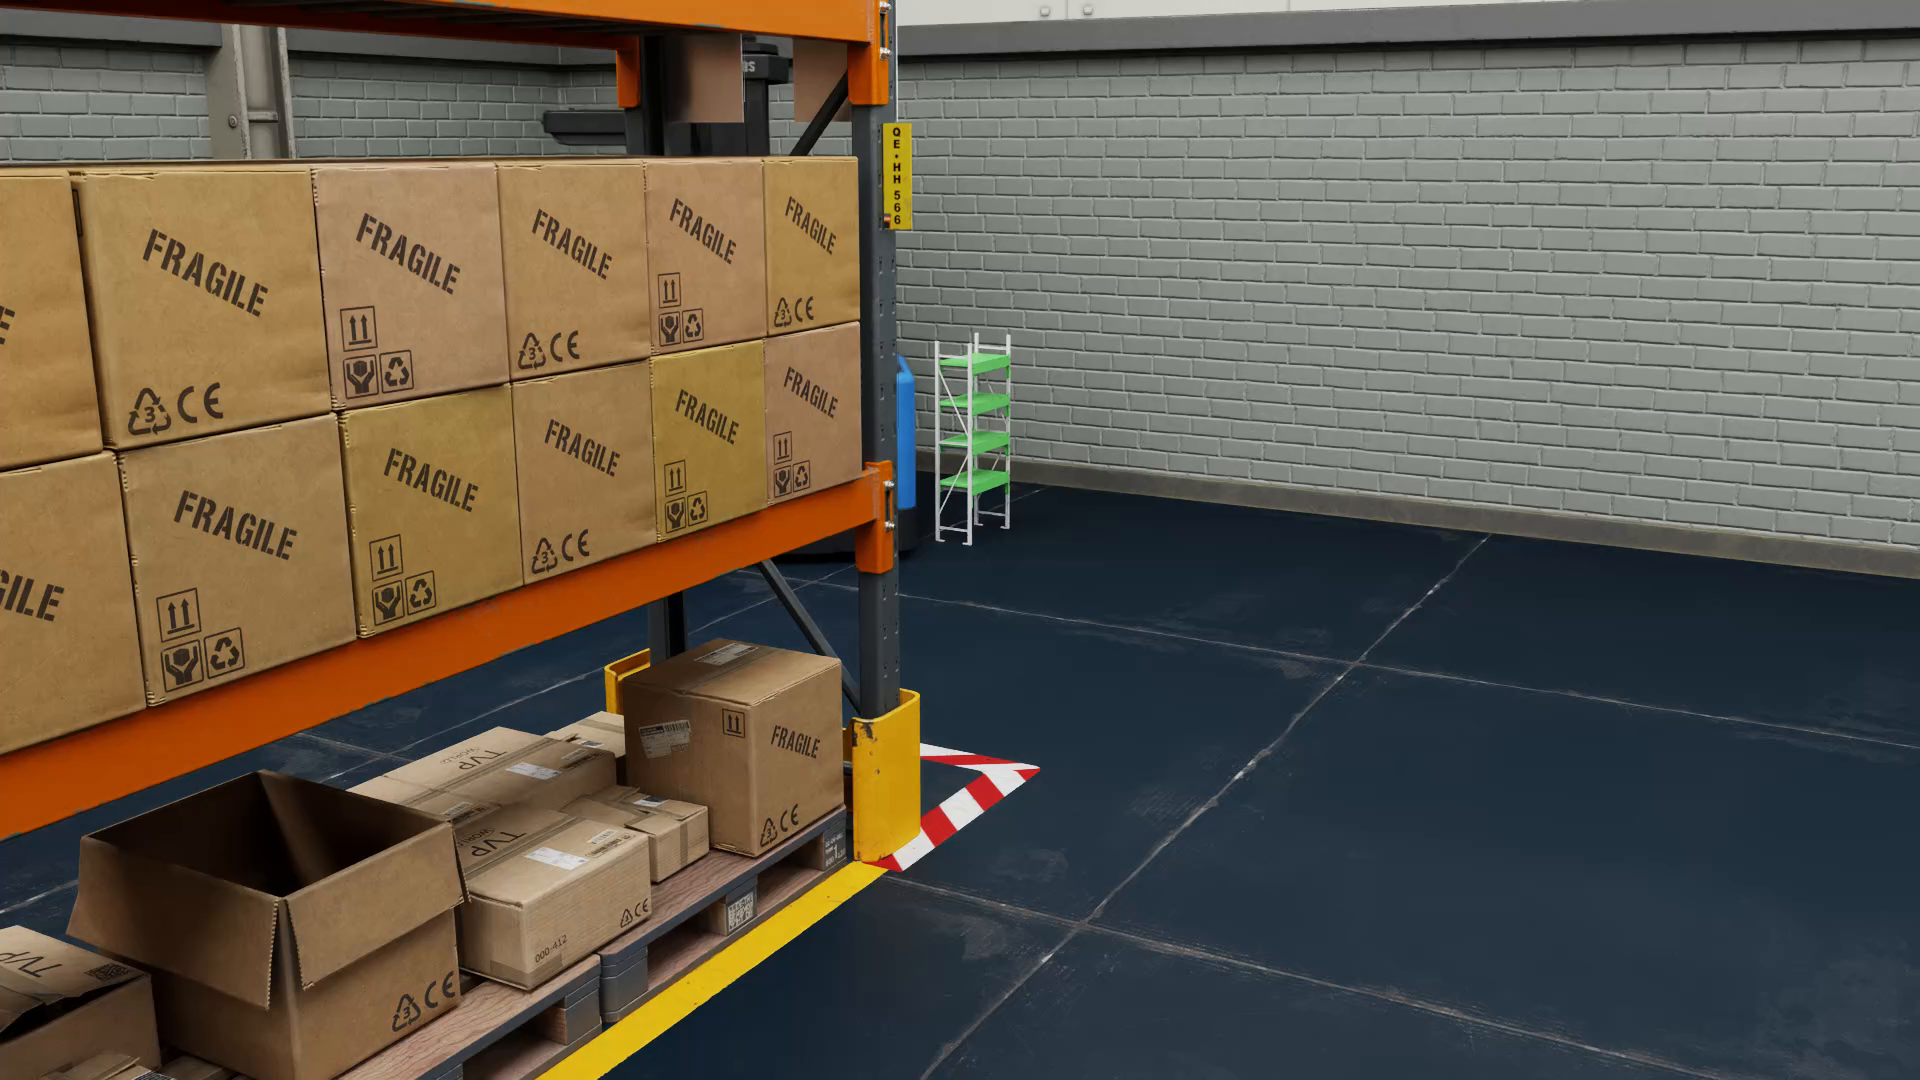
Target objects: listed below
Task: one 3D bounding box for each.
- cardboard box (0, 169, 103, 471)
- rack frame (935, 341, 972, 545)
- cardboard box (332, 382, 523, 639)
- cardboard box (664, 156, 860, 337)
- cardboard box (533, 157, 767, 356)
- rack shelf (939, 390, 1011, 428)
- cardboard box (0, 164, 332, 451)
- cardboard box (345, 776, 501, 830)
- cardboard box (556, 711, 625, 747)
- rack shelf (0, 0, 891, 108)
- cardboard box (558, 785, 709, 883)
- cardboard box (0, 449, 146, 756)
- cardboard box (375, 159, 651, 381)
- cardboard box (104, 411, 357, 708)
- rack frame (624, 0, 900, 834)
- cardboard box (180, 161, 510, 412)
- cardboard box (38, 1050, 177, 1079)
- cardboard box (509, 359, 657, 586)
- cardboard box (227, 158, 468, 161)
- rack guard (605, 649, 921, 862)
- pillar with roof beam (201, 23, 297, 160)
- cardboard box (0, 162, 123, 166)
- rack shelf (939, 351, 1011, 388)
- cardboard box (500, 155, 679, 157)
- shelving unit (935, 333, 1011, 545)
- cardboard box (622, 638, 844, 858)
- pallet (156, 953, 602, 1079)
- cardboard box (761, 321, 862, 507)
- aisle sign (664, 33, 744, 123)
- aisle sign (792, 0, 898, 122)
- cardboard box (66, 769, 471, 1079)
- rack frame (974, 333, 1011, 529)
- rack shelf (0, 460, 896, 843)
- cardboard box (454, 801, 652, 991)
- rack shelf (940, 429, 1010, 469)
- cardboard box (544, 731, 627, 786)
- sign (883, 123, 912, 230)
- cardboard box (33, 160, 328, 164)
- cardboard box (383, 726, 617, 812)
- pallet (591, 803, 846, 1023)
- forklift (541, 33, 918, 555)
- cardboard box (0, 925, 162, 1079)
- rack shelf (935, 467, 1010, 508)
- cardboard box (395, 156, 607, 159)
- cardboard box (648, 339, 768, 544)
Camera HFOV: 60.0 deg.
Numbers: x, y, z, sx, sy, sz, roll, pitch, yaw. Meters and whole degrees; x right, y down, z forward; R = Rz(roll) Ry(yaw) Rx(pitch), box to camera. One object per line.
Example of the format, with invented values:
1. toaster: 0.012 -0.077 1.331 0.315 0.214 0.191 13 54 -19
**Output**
1. cardboard box: -1.883 -0.376 2.848 0.500 0.500 0.500 7 15 26
2. rack frame: -0.038 -0.567 9.826 0.240 1.200 0.015 7 15 28
3. cardboard box: -1.388 -0.106 3.858 0.500 0.500 0.500 7 15 27
4. cardboard box: -0.647 -0.904 5.036 0.500 0.500 0.500 7 15 28
5. cardboard box: -0.890 -0.800 4.606 0.500 0.500 0.500 8 16 30
6. rack shelf: 0.080 -0.788 9.993 0.258 0.148 0.480 7 15 28
7. cardboard box: -1.634 -0.482 3.285 0.500 0.500 0.500 7 15 26
8. cardboard box: -1.667 0.916 4.763 0.500 0.250 0.500 7 15 28
9. cardboard box: -1.176 0.727 5.761 0.380 0.149 0.250 7 15 28
10. rack shelf: -1.639 -1.190 3.704 1.077 0.370 4.000 7 15 28
11. cardboard box: -0.994 0.884 5.073 0.380 0.166 0.250 7 15 28
12. cardboard box: -1.876 0.101 3.000 0.500 0.500 0.500 8 16 29
13. cardboard box: -1.137 -0.693 4.162 0.500 0.500 0.500 8 16 30
14. cardboard box: -1.632 -0.001 3.425 0.500 0.500 0.500 7 15 28
15. rack frame: -0.672 -0.492 5.673 1.000 3.000 0.127 7 15 28
16. cardboard box: -1.385 -0.588 3.725 0.500 0.500 0.500 8 16 30
17. cardboard box: -1.804 1.252 3.546 0.380 0.166 0.250 7 15 28
18. cardboard box: -1.144 -0.209 4.287 0.500 0.500 0.500 8 15 28
19. cardboard box: -1.610 -0.755 4.418 0.500 0.500 0.500 8 16 29
20. rack guard: -0.709 0.739 5.901 1.175 0.500 0.348 7 15 28
21. pillar with roof beam: -0.694 -4.133 7.976 9.100 9.000 0.400 7 15 28
22. cardboard box: -2.099 -0.548 3.558 0.500 0.500 0.500 8 15 28
23. rack shelf: 0.080 -1.022 9.936 0.258 0.148 0.480 7 15 28
24. cardboard box: -1.118 -0.965 5.290 0.500 0.500 0.500 8 16 30
25. shelving unit: 0.080 -0.617 10.034 0.258 1.200 0.503 7 15 28
26. cardboard box: -0.720 0.649 5.336 0.500 0.500 0.500 7 15 28
27. pallet: -1.684 1.293 4.222 1.003 0.211 1.213 7 15 28
28. cardboard box: -0.651 -0.418 5.152 0.500 0.500 0.500 8 16 30
29. aisle sign: -0.896 -1.803 5.564 0.394 0.787 0.004 7 15 28
30. aisle sign: -0.371 -1.735 5.282 0.394 0.787 0.004 7 15 28
31. cardboard box: -1.702 0.943 4.111 0.797 0.503 0.637 7 15 28
32. rack frame: 0.198 -0.667 10.241 0.240 1.200 0.015 7 15 28
33. rack shelf: -1.639 0.268 4.055 1.077 0.370 4.000 7 15 28
34. cardboard box: -1.205 0.962 4.571 0.500 0.250 0.500 7 15 28
35. rack shelf: 0.080 -0.555 10.049 0.258 0.148 0.480 7 15 28
36. cardboard box: -1.296 0.770 5.546 0.380 0.166 0.250 7 15 28
37. sign: -0.196 -1.141 5.222 0.100 0.325 0.005 7 15 28
38. cardboard box: -1.855 -0.651 3.986 0.500 0.500 0.500 7 15 28
39. cardboard box: -1.425 0.813 5.189 0.500 0.250 0.500 7 15 28
40. pallet: -1.094 1.043 5.256 1.003 0.211 1.213 7 15 28
41. forklift: -1.788 -1.386 9.531 3.031 2.935 1.130 -1 14 -5
42. cardboard box: -2.216 1.119 3.789 0.500 0.311 0.500 7 15 28
43. rack shelf: 0.080 -0.322 10.105 0.258 0.148 0.480 7 15 28
44. cardboard box: -1.364 -0.857 4.842 0.500 0.500 0.500 8 15 29
45. cardboard box: -0.898 -0.311 4.709 0.500 0.500 0.500 8 15 29
